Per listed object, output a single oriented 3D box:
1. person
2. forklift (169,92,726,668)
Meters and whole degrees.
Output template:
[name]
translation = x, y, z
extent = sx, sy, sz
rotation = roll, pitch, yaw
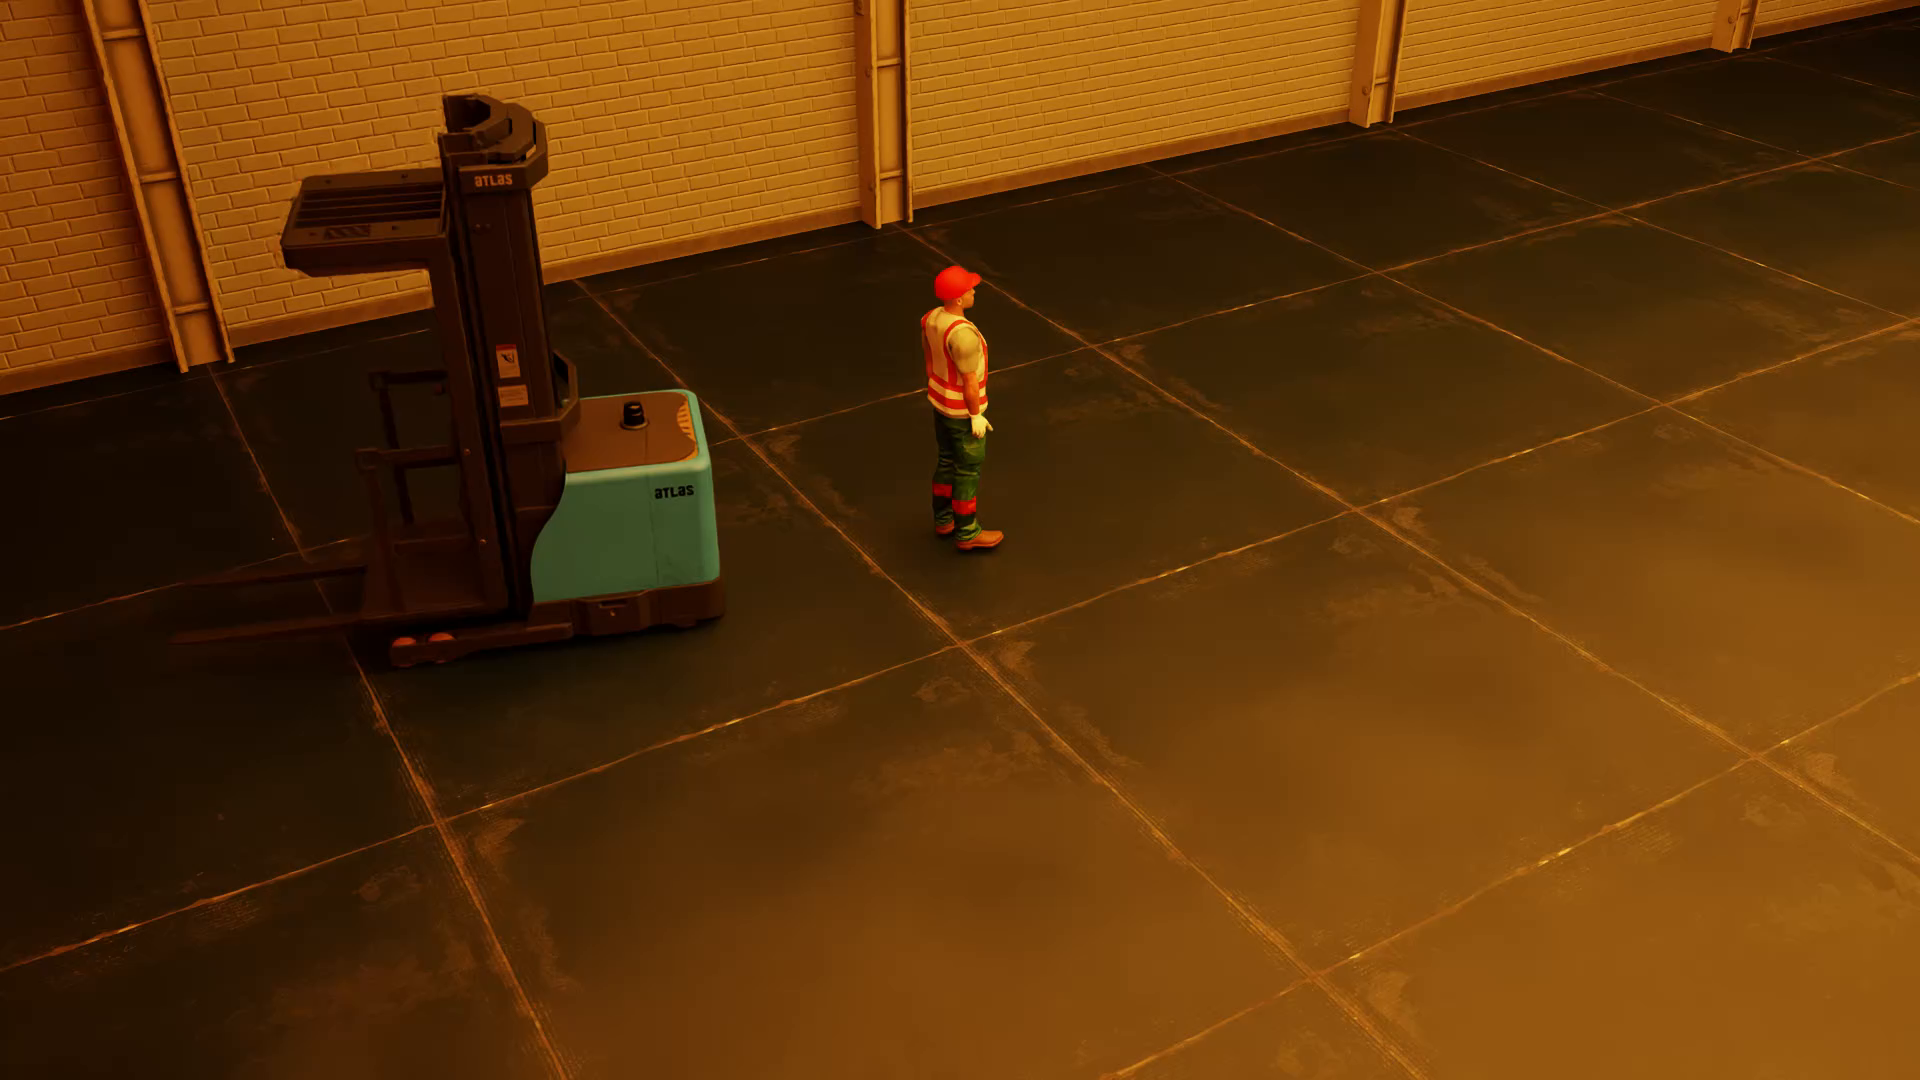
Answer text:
[person]
translation = 0.004, -0.810, 10.032
extent = 0.370, 1.795, 0.536
rotation = -17, 35, -26
[forklift]
translation = -2.938, -0.842, 9.054
extent = 3.031, 2.935, 1.130
rotation = -7, 32, -11
